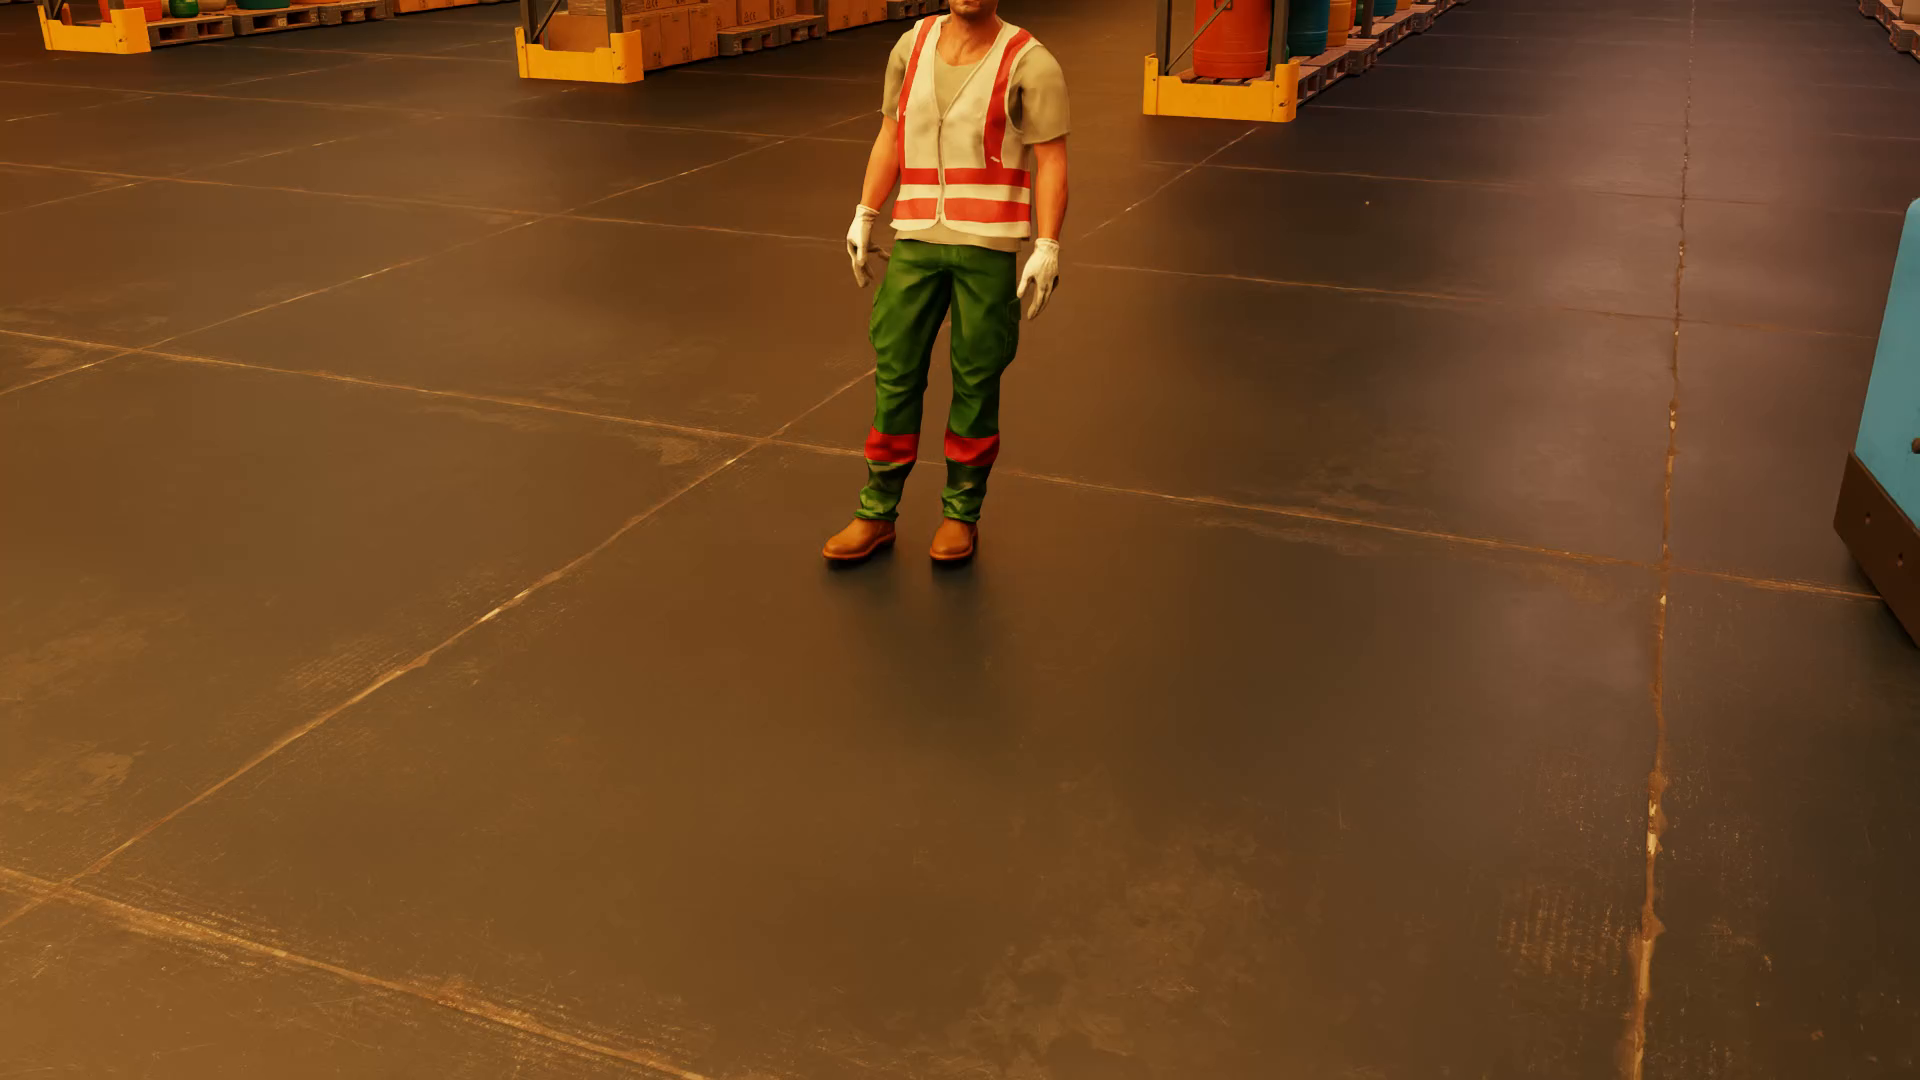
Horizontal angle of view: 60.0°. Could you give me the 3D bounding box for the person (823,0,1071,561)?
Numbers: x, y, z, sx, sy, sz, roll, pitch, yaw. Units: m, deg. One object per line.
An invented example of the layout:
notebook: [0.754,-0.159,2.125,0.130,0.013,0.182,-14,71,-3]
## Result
person: [-0.041,-0.804,4.680,0.638,1.789,0.562,9,24,21]

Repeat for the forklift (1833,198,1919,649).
forklift: [4.013,-1.039,3.779,3.031,2.935,1.130,5,23,11]
